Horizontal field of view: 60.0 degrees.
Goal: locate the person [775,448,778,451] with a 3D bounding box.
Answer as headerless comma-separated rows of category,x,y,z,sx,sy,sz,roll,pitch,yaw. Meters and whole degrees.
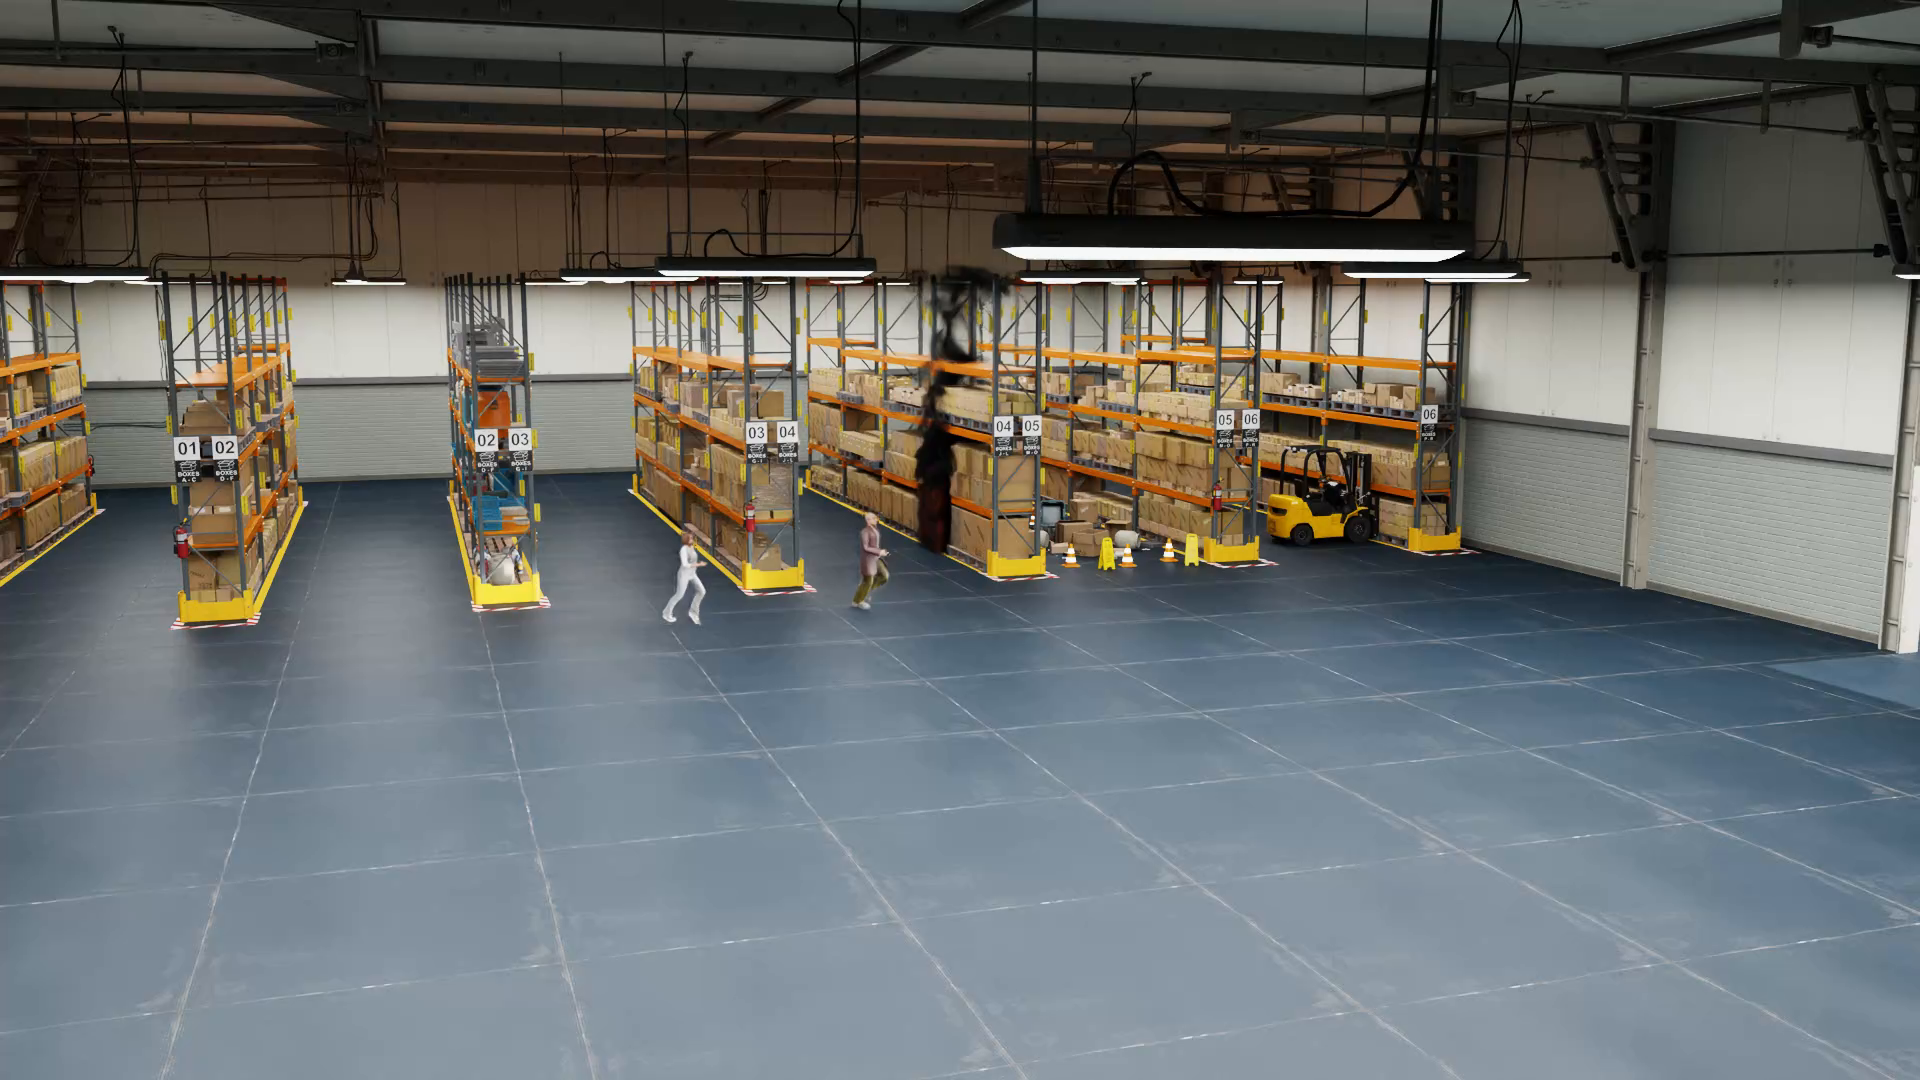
person,-5.300,-2.549,49.353,0.576,1.756,0.796,-3,9,-22

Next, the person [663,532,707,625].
person,-4.681,0.658,28.455,0.822,1.611,0.547,2,9,16

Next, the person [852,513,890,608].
person,-1.576,0.362,29.930,0.779,1.737,0.737,4,9,24

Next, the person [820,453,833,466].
person,-3.997,-2.673,49.818,0.830,1.814,0.698,-3,9,-19
